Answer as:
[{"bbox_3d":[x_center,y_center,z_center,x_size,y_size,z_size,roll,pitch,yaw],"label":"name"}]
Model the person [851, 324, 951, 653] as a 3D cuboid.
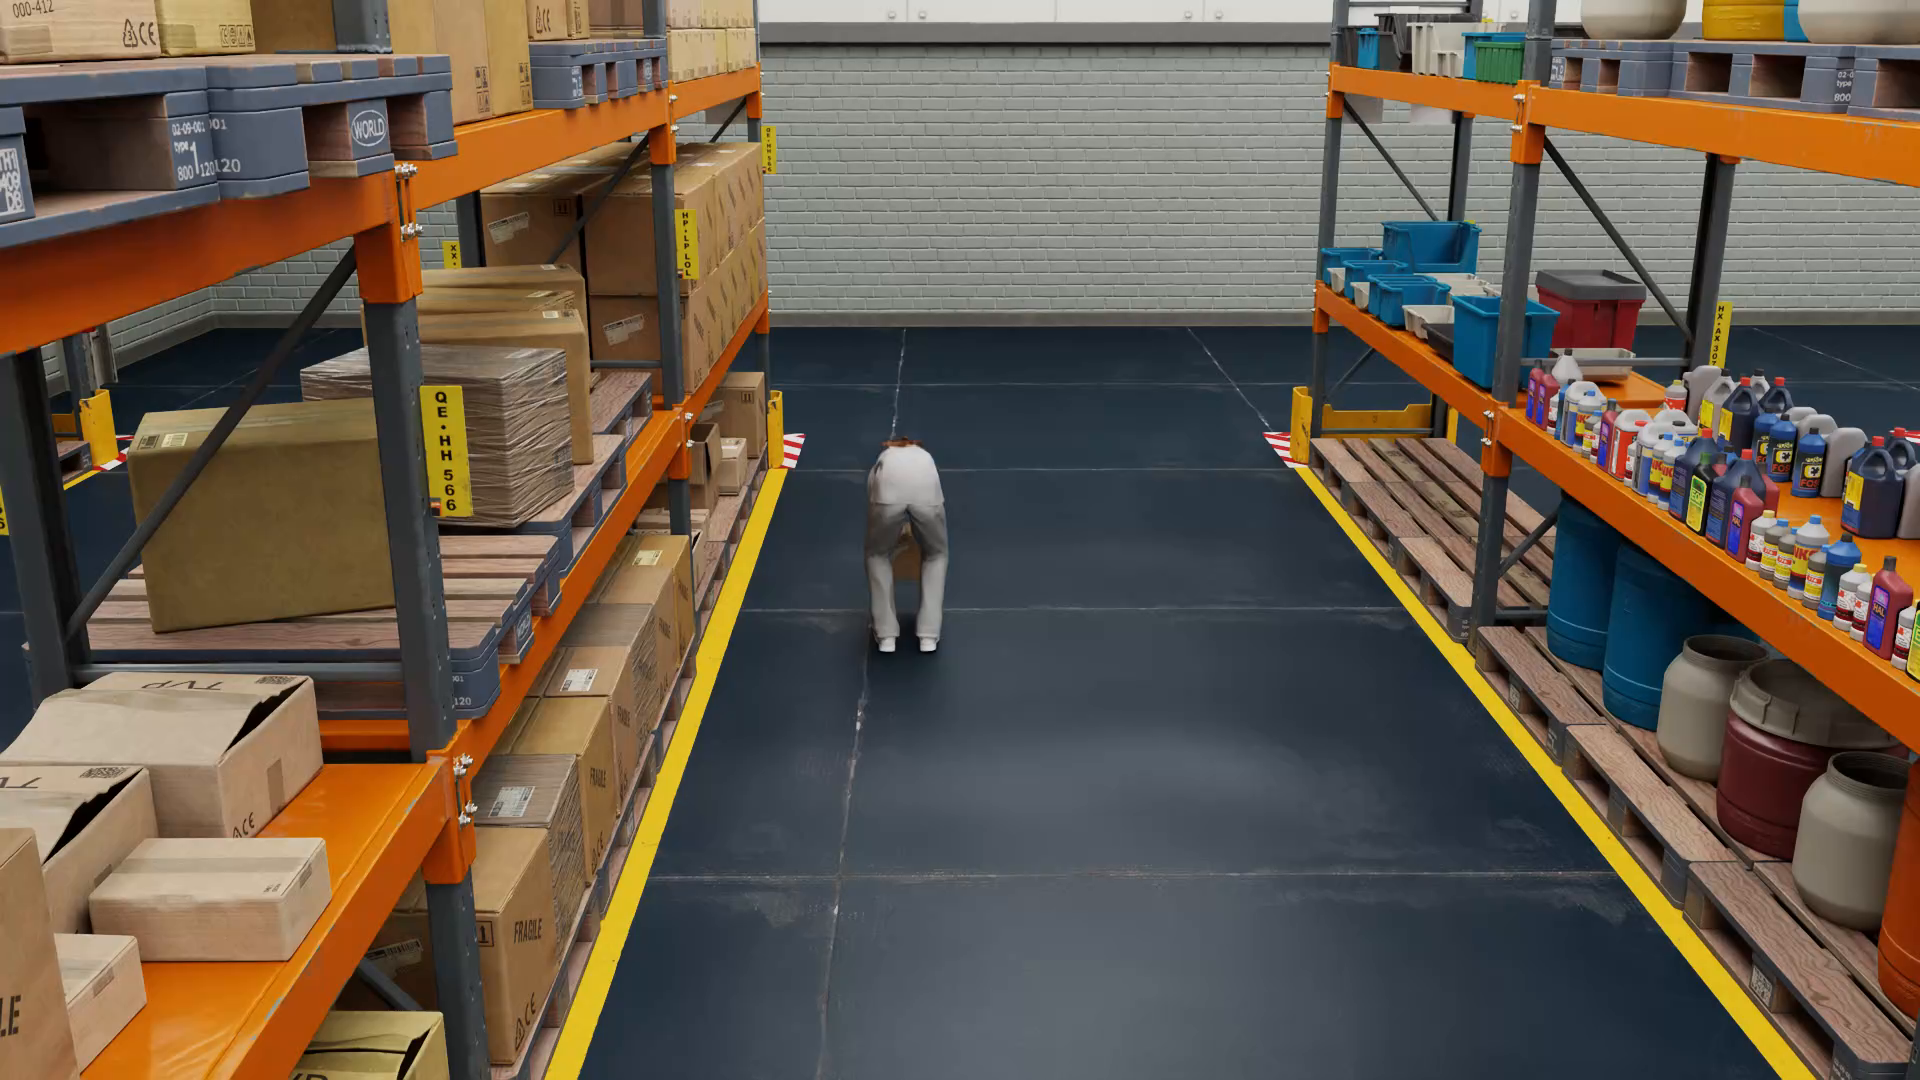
[{"bbox_3d":[-0.291,-0.251,8.362,0.507,1.671,0.359,-1,17,-4],"label":"person"}]
